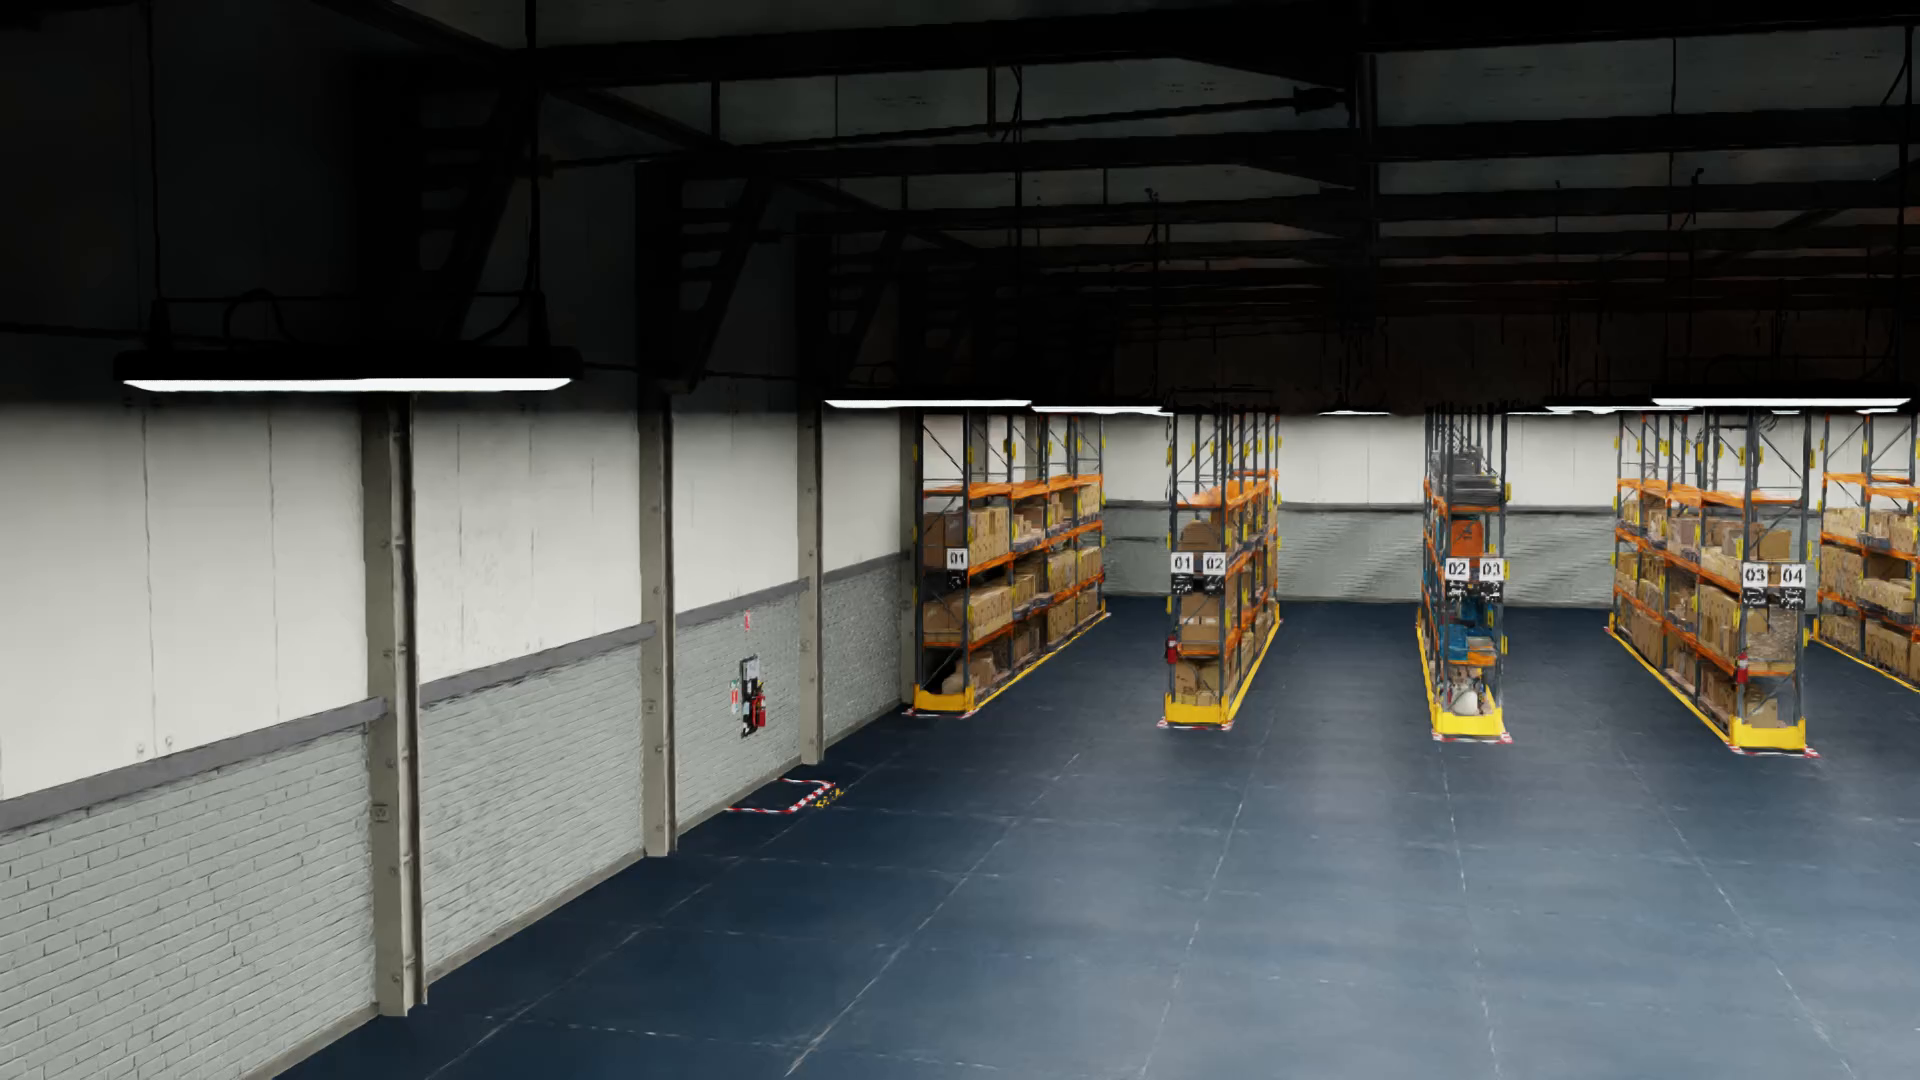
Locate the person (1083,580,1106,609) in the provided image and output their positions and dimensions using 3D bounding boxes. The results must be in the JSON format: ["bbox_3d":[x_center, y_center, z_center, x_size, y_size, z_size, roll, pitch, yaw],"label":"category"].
[{"bbox_3d":[3.873,1.203,49.198,0.772,1.755,0.582,-3,5,-39],"label":"person"}]

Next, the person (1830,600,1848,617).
[{"bbox_3d":[24.603,1.491,46.457,0.491,1.604,0.934,3,5,38],"label":"person"}]
